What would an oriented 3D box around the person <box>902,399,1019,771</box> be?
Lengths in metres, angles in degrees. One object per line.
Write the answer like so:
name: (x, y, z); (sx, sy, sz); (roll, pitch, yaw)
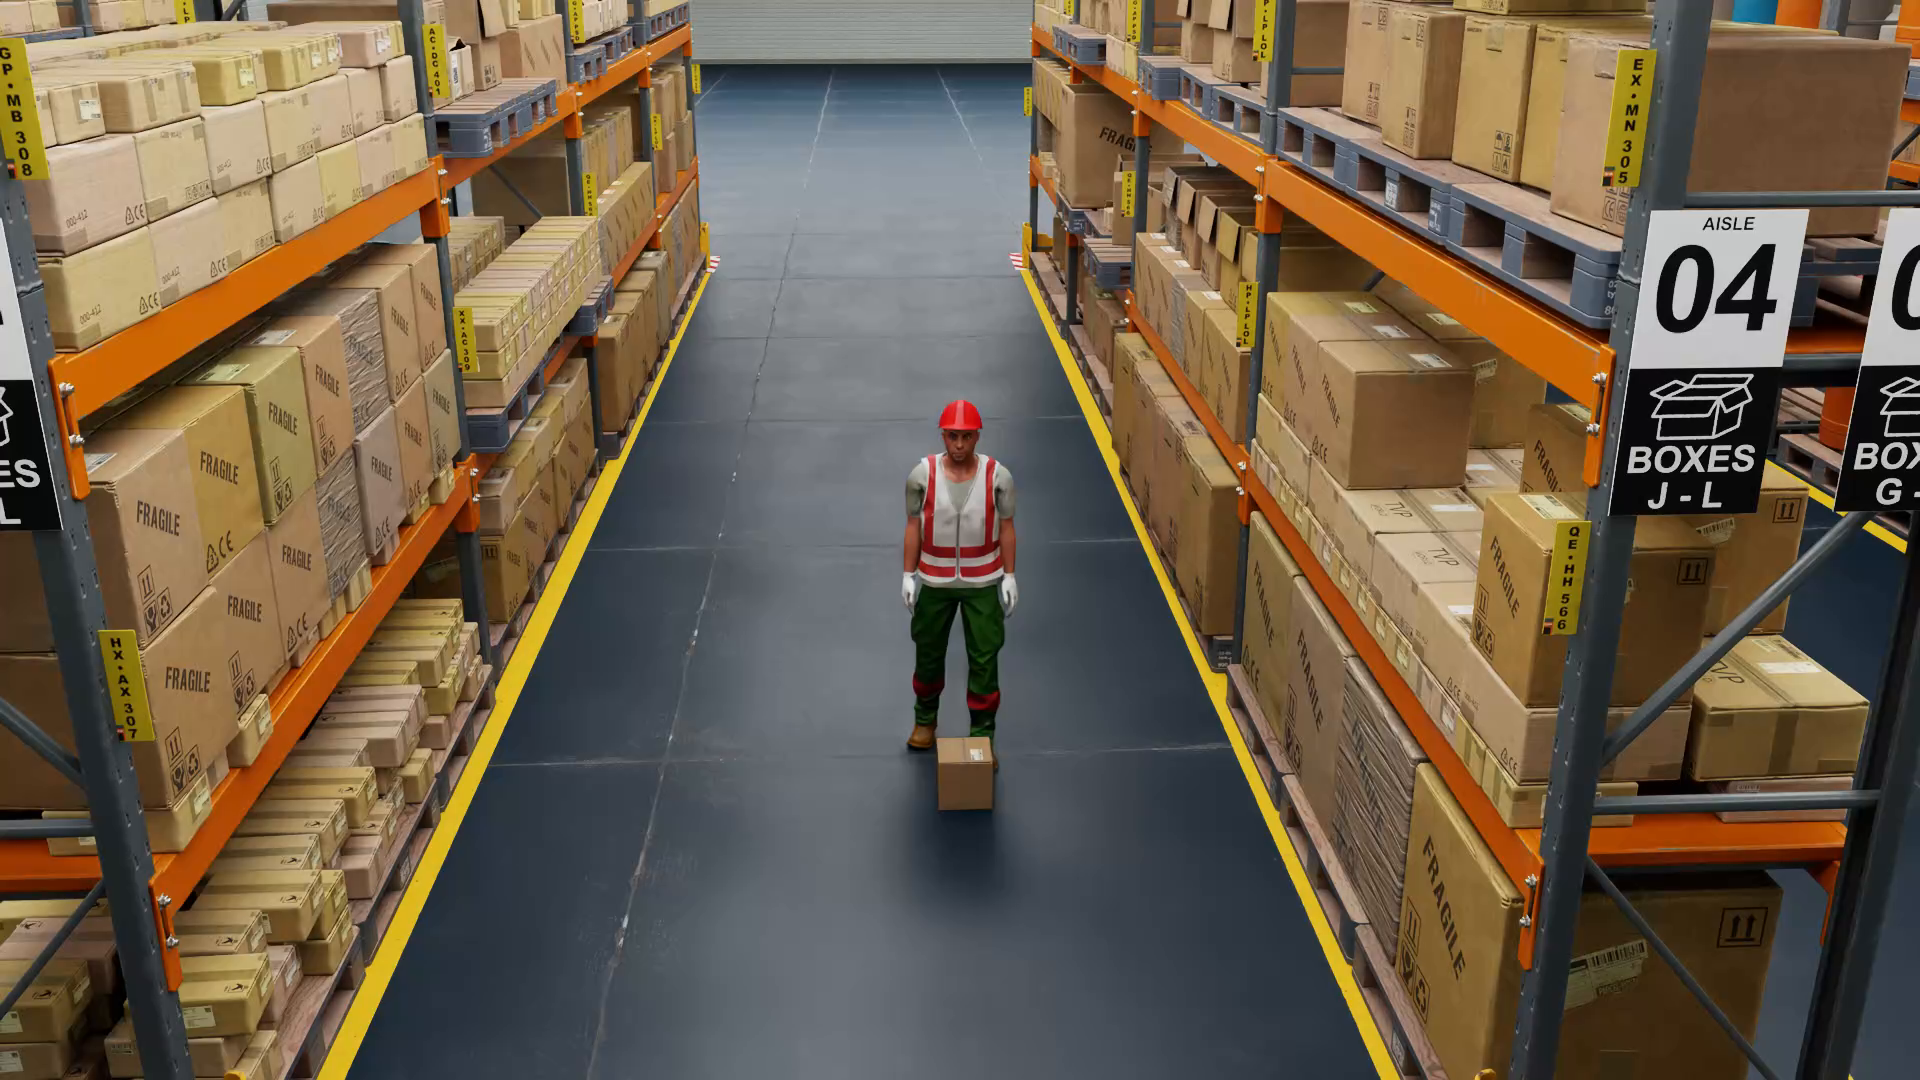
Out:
person: (-0.001, 0.218, 7.946); (0.564, 1.803, 0.562); (1, 20, 2)
